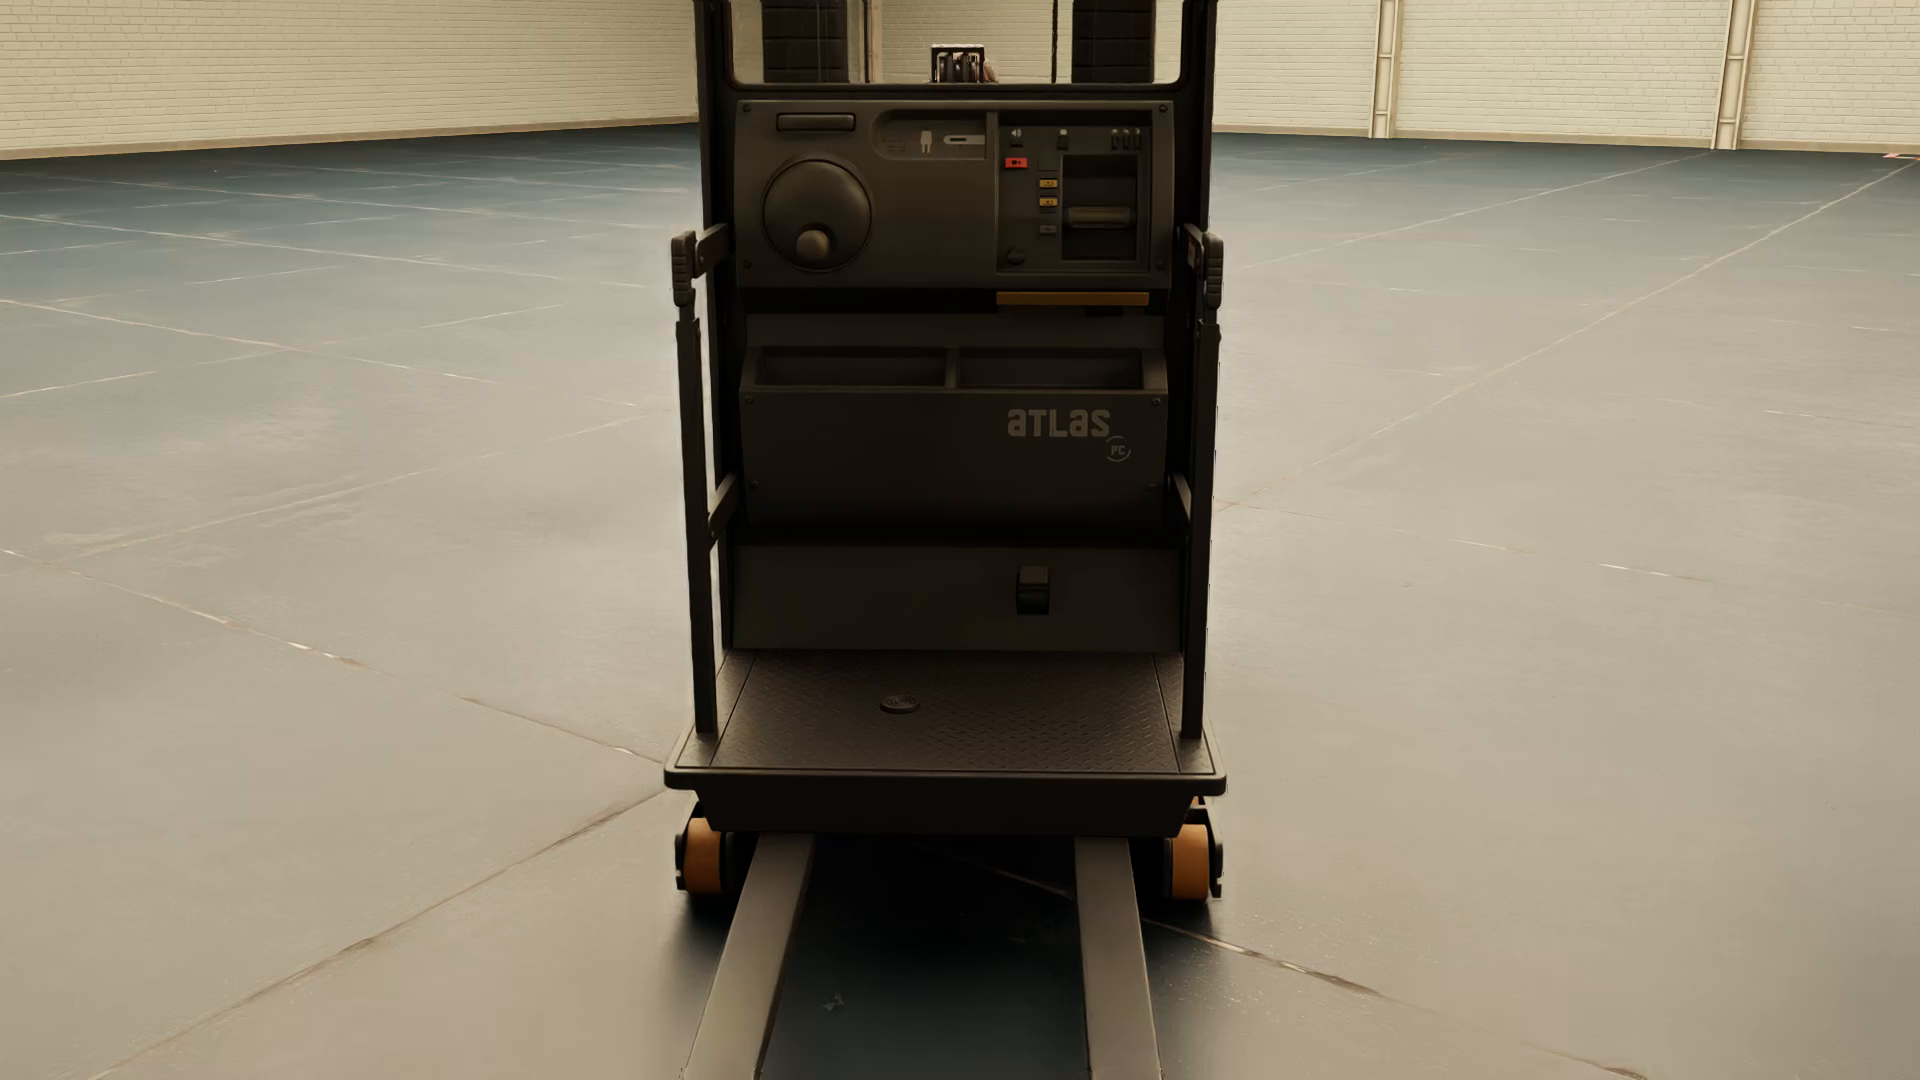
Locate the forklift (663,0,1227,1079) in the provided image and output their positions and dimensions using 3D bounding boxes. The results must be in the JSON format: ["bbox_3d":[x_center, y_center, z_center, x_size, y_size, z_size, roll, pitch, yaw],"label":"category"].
[{"bbox_3d":[-0.017,-0.746,3.327,1.130,2.935,3.031,0,17,2],"label":"forklift"}]

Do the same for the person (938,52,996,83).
[{"bbox_3d":[-0.060,-0.823,5.760,0.534,1.674,0.553,11,20,32],"label":"person"}]
